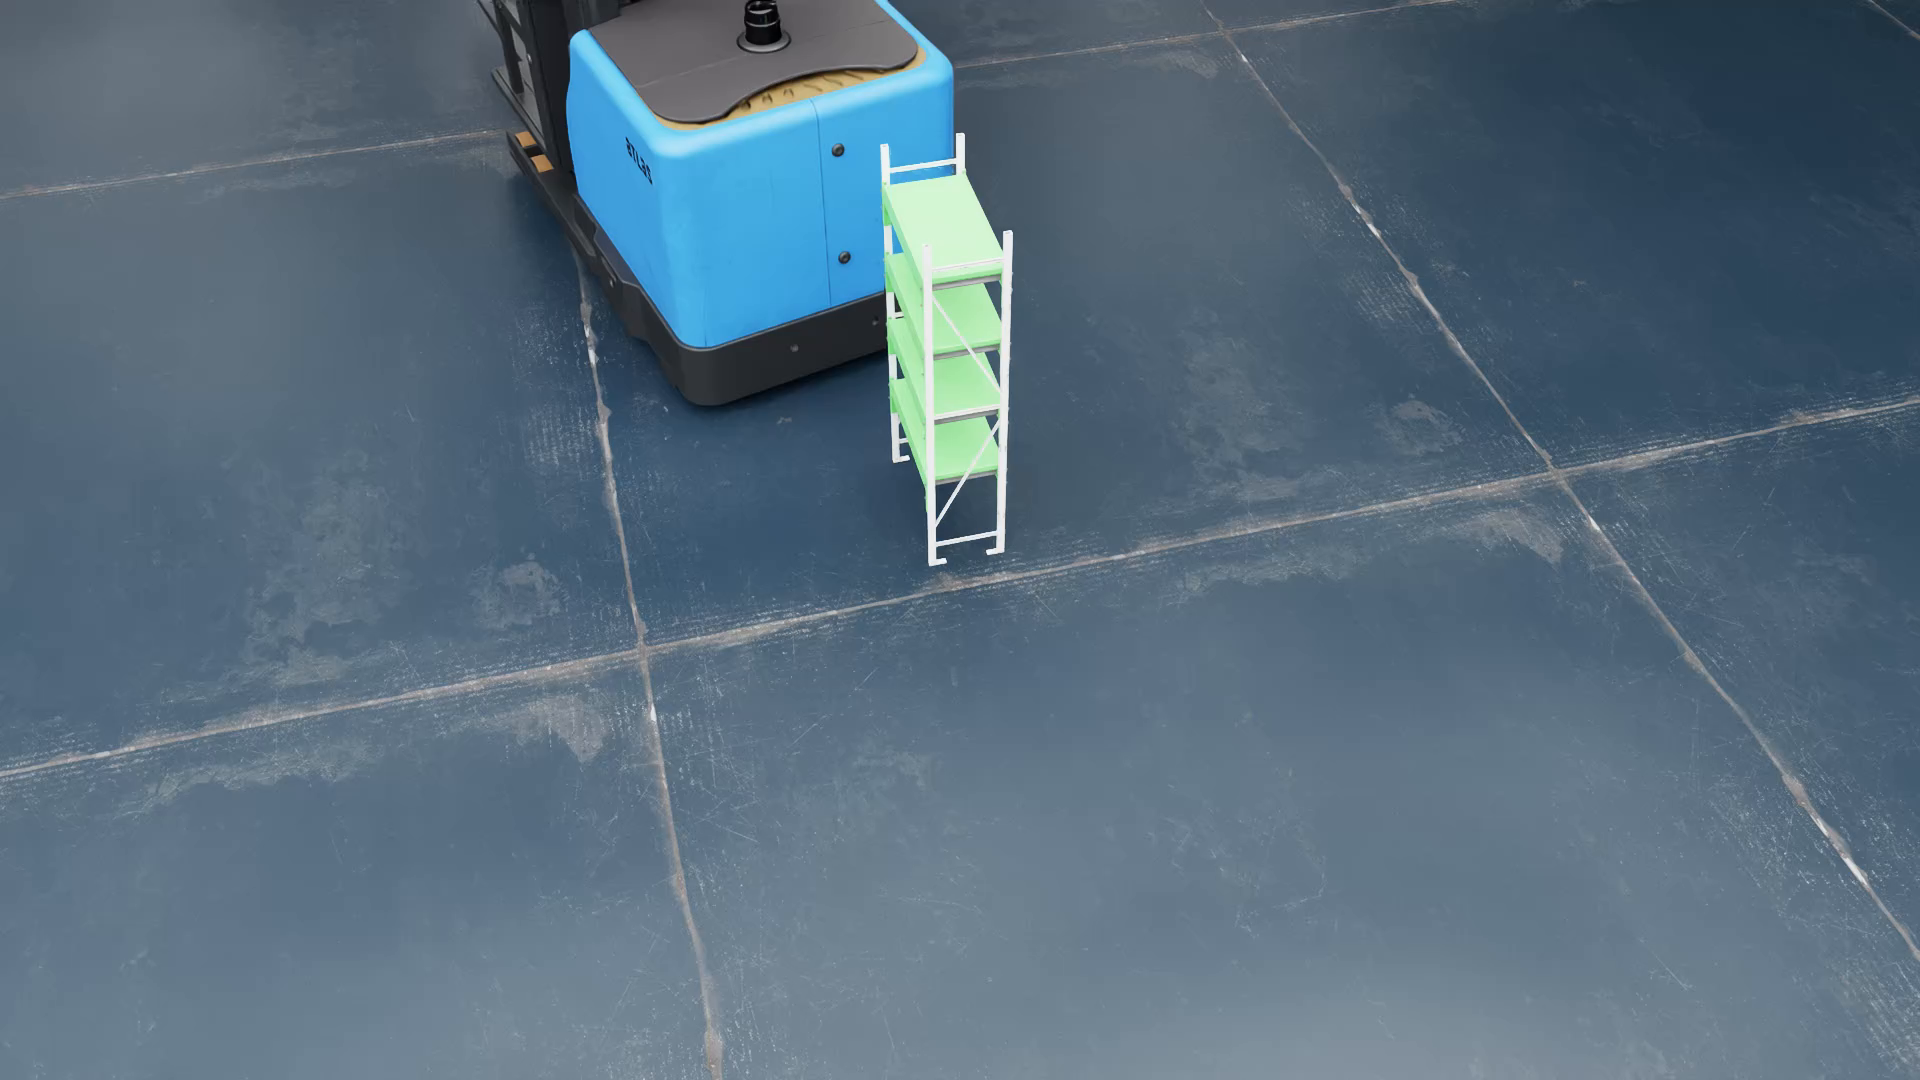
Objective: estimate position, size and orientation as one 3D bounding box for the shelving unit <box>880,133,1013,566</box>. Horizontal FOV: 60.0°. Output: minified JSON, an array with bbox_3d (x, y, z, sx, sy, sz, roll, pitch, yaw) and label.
[{"bbox_3d":[-0.042,-0.534,4.933,0.258,1.200,0.503,-11,47,-10],"label":"shelving unit"}]

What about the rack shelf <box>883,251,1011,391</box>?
[{"bbox_3d":[-0.042,-0.658,4.808,0.258,0.148,0.480,-11,47,-10],"label":"rack shelf"}]

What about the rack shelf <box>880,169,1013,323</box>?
[{"bbox_3d":[-0.042,-0.825,4.636,0.258,0.148,0.480,-11,47,-10],"label":"rack shelf"}]

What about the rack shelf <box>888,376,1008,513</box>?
[{"bbox_3d":[-0.042,-0.322,5.151,0.258,0.148,0.480,-11,47,-10],"label":"rack shelf"}]

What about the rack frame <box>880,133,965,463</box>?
[{"bbox_3d":[-0.105,-0.703,5.099,0.240,1.200,0.015,-11,47,-10],"label":"rack frame"}]

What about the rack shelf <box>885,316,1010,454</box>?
[{"bbox_3d":[-0.042,-0.490,4.979,0.258,0.148,0.480,-11,47,-10],"label":"rack shelf"}]

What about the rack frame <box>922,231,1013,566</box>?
[{"bbox_3d":[0.020,-0.366,4.768,0.240,1.200,0.015,-11,47,-10],"label":"rack frame"}]

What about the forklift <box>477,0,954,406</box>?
[{"bbox_3d":[-1.156,-2.526,5.673,1.130,2.935,3.031,-21,49,-20],"label":"forklift"}]
